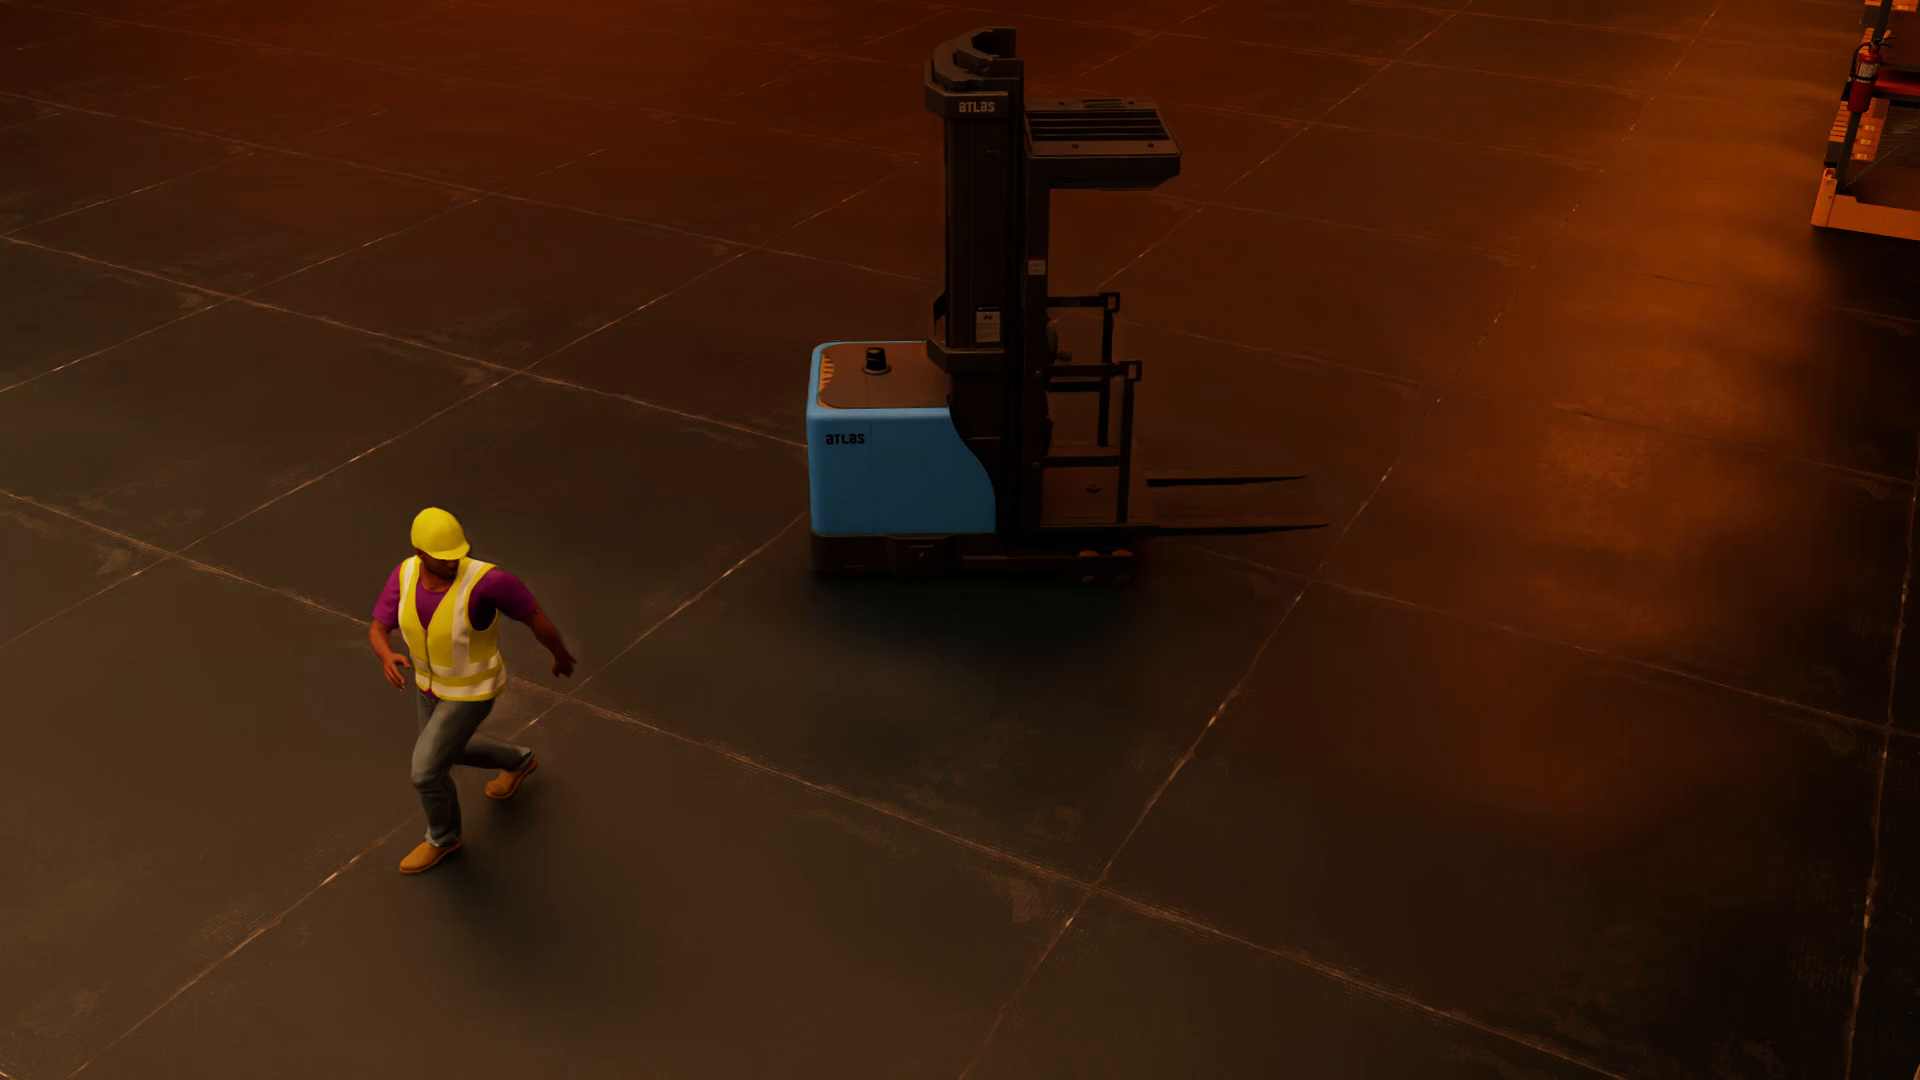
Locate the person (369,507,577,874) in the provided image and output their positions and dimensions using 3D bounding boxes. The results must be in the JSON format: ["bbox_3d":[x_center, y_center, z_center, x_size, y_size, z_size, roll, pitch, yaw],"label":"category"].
[{"bbox_3d":[-2.198,0.601,7.303,0.608,1.677,0.901,21,36,32],"label":"person"}]

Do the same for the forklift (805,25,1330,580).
[{"bbox_3d":[0.636,-1.307,9.336,3.031,2.935,1.130,-1,30,-2],"label":"forklift"}]
